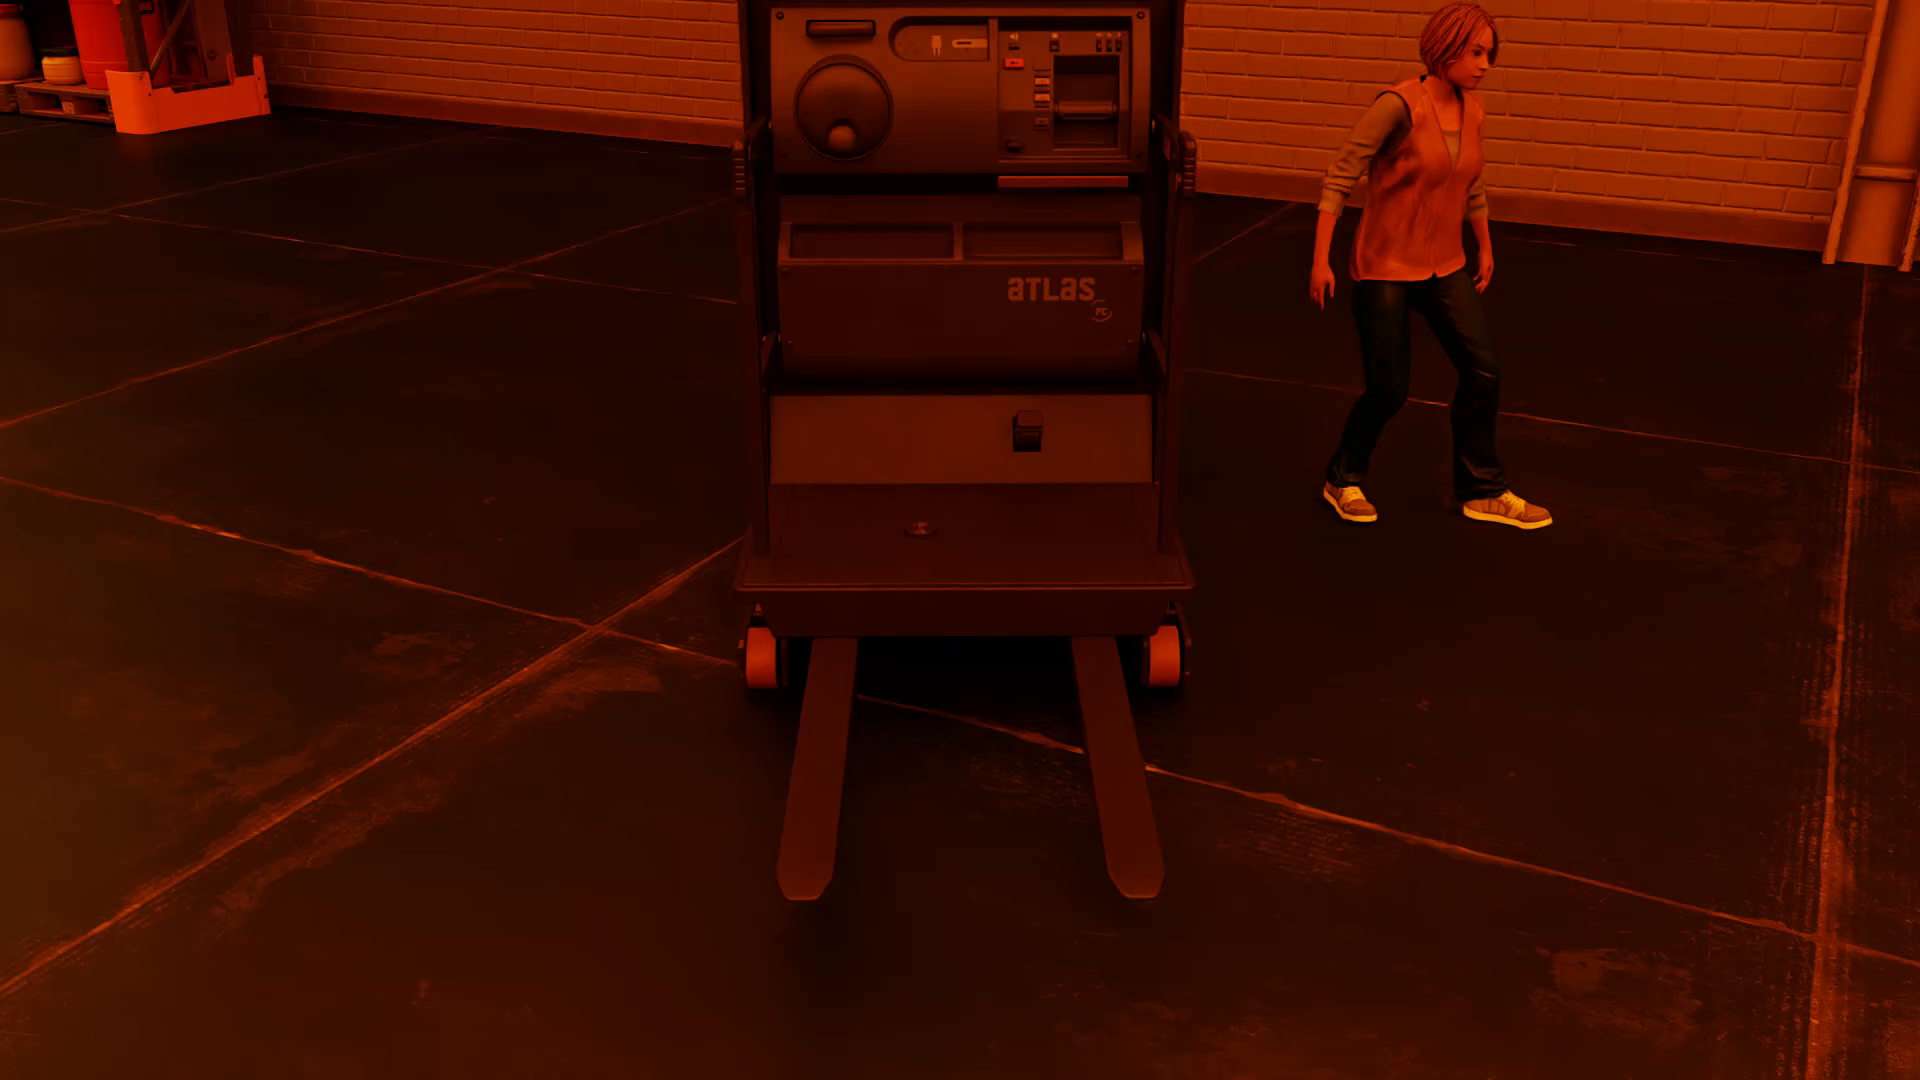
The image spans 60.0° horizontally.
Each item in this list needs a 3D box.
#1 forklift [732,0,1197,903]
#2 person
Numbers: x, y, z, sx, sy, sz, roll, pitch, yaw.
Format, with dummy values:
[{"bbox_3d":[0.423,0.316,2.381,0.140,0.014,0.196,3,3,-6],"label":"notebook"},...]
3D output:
[{"bbox_3d":[0.006,-1.092,3.887,1.130,2.935,3.031,0,23,-1],"label":"forklift"},{"bbox_3d":[1.345,-1.093,4.823,0.704,0.867,0.312,-11,25,-24],"label":"person"}]
